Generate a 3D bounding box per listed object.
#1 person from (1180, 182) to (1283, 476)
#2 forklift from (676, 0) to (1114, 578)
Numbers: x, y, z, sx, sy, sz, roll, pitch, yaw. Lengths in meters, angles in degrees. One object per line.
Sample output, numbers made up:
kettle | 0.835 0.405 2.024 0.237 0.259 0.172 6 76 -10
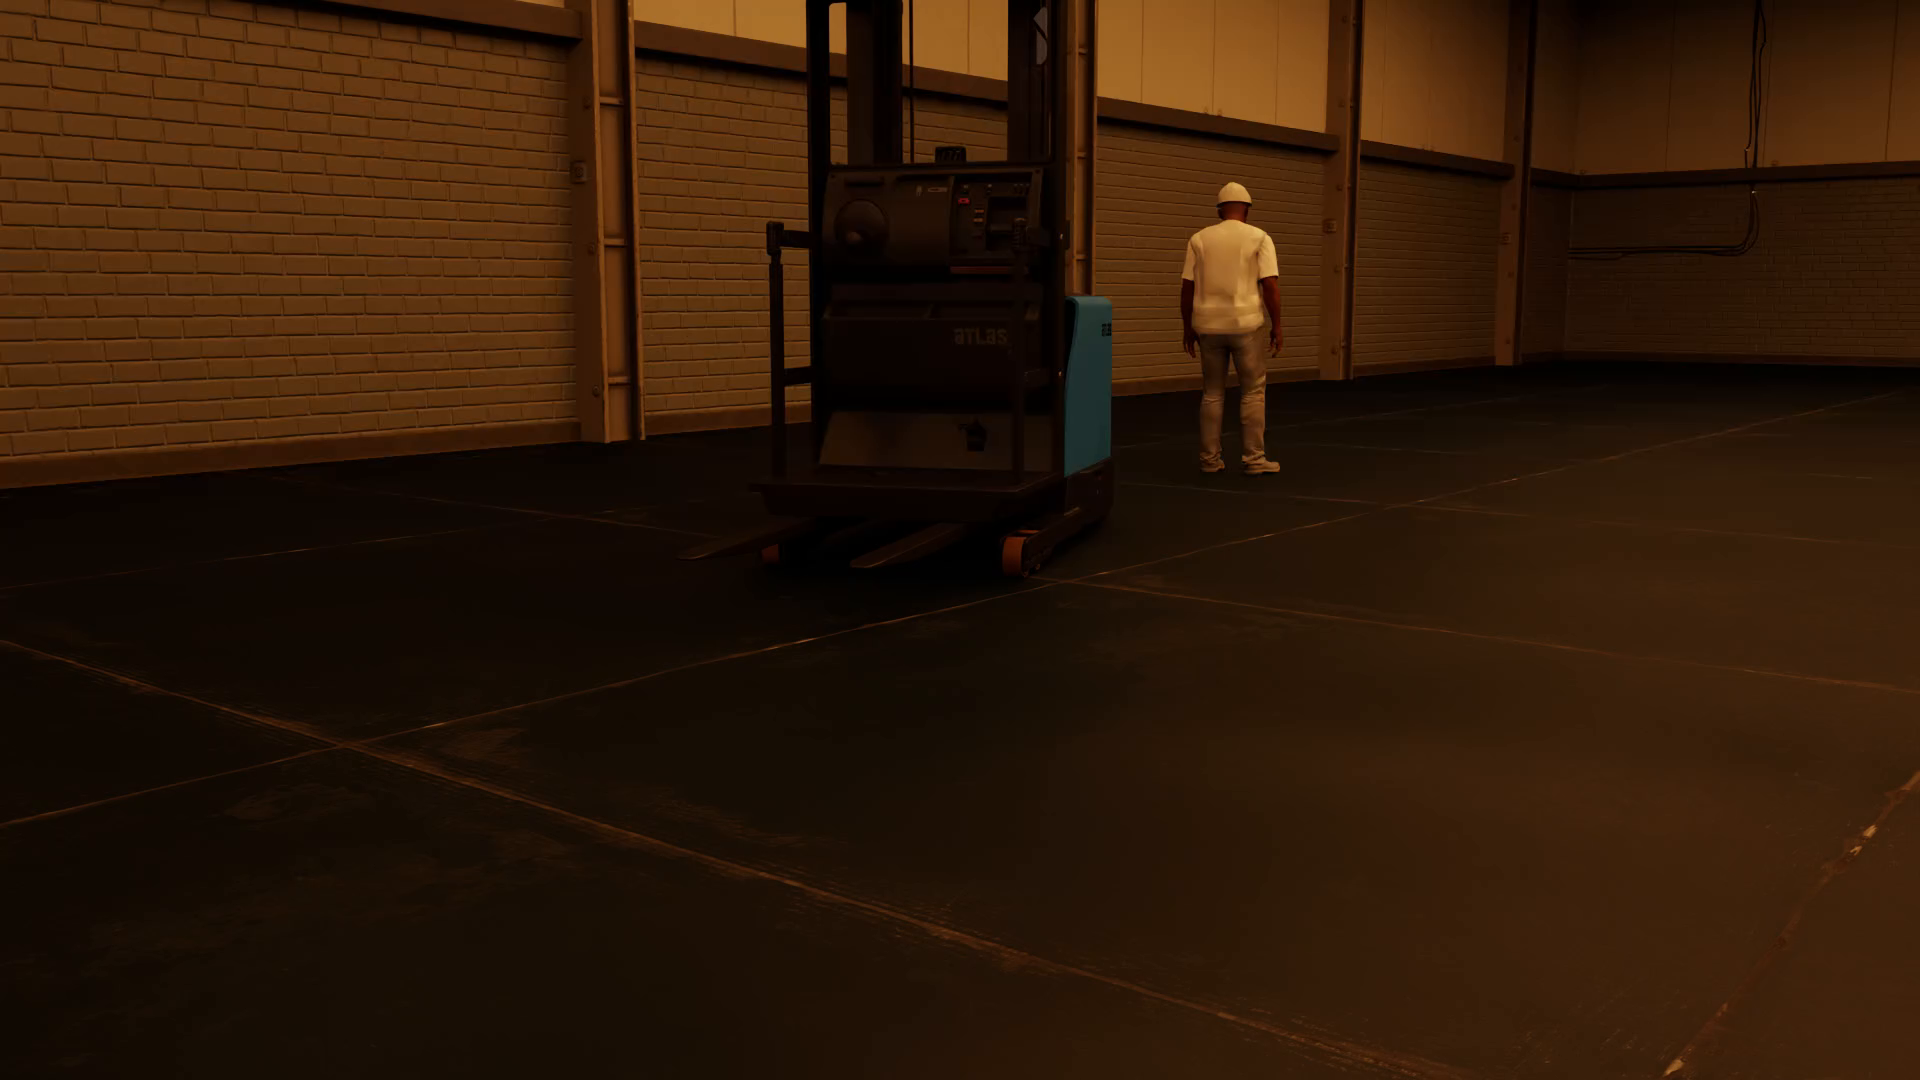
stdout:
person | 1.658 -1.287 10.136 0.631 1.759 0.461 4 9 28
forklift | -0.176 -1.366 6.616 1.130 2.935 3.031 3 9 17
